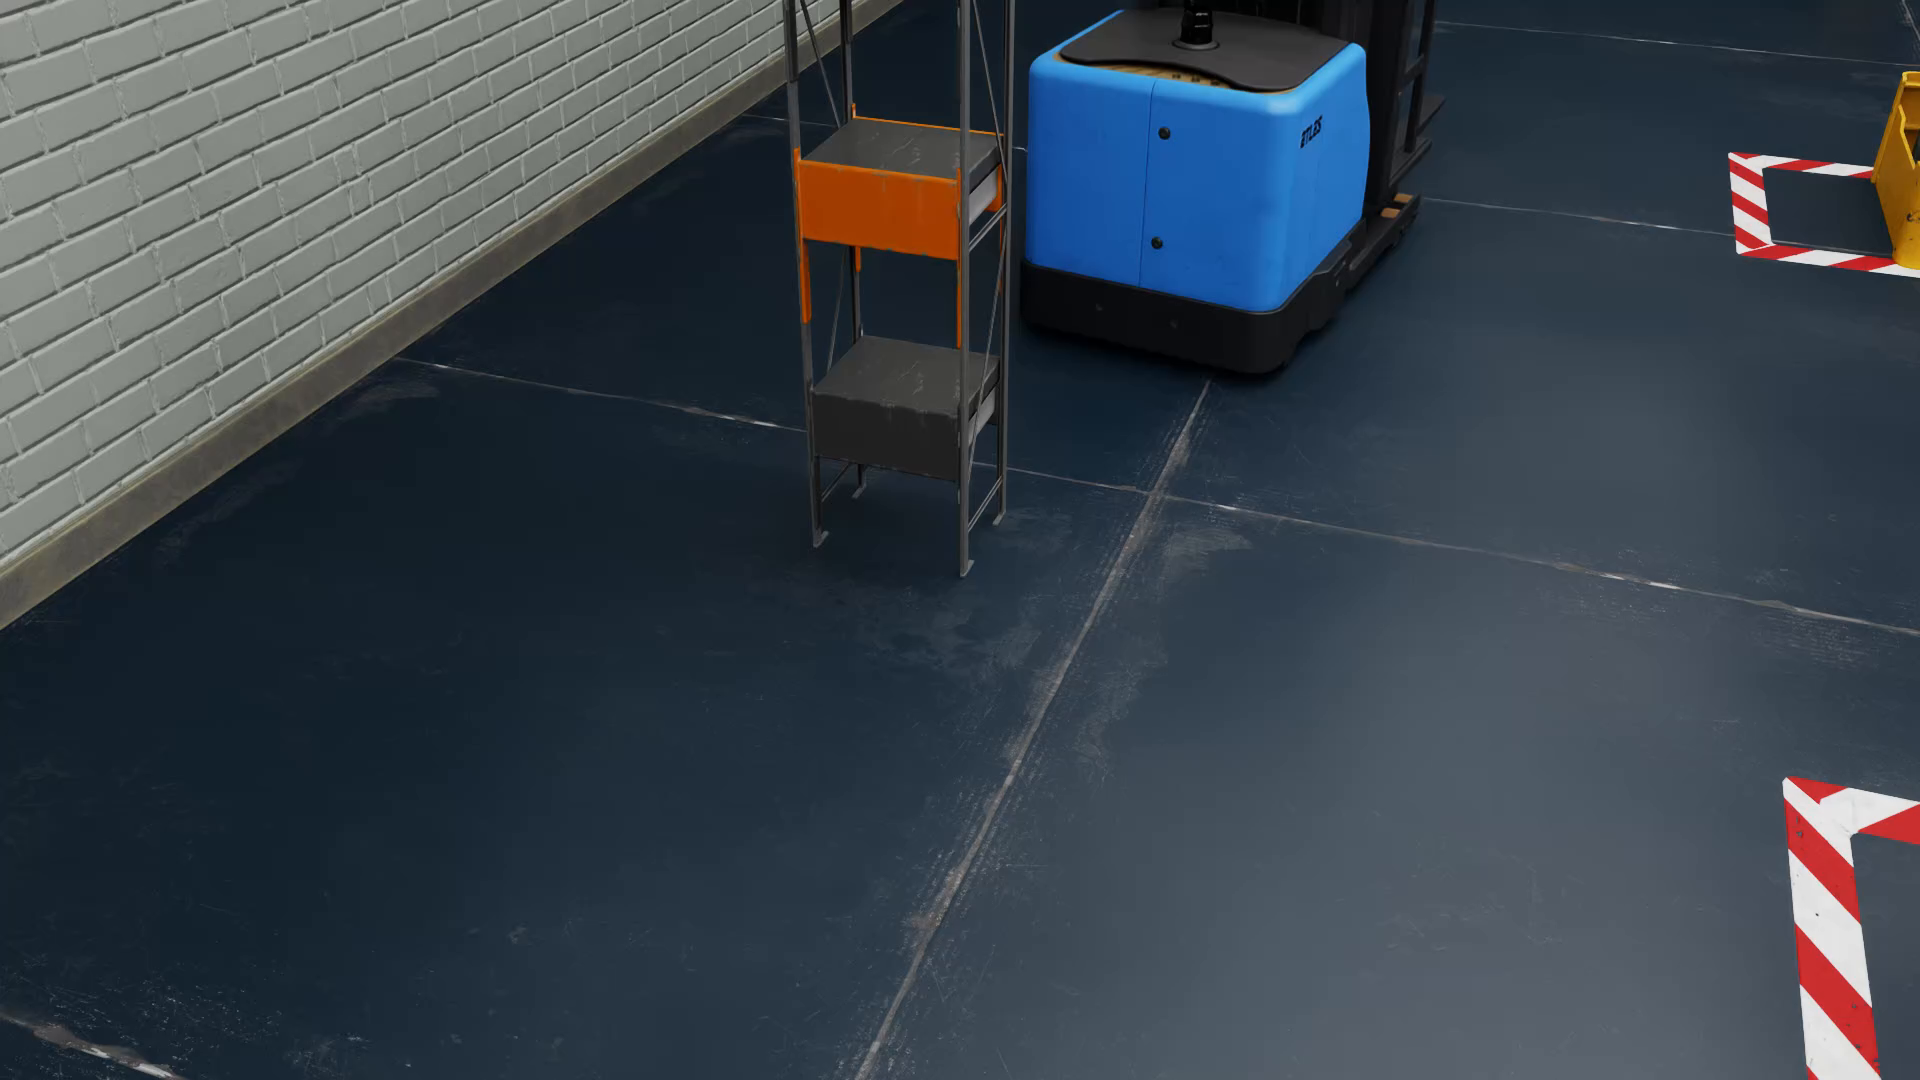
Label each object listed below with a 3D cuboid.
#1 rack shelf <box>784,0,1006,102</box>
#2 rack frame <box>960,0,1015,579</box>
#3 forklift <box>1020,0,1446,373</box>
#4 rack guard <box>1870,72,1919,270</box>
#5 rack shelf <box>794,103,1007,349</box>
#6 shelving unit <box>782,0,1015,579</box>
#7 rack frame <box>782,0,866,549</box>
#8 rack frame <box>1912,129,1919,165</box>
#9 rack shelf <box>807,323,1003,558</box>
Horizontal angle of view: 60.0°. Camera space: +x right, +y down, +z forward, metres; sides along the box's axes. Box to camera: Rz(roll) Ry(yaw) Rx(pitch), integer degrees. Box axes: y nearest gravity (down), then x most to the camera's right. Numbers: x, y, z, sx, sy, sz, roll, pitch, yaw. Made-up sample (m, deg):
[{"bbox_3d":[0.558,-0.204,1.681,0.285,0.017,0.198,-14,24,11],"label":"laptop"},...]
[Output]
[{"bbox_3d":[-0.156,-1.489,4.355,0.480,0.518,0.431,11,34,16],"label":"rack shelf"},{"bbox_3d":[0.074,-0.868,4.658,0.015,2.100,0.400,11,34,16],"label":"rack frame"},{"bbox_3d":[1.382,-2.612,6.594,1.130,2.935,3.031,17,36,24],"label":"forklift"},{"bbox_3d":[4.319,-1.633,7.319,0.348,0.500,1.175,11,34,16],"label":"rack guard"},{"bbox_3d":[-0.156,-0.901,4.735,0.480,0.518,0.431,11,34,16],"label":"rack shelf"},{"bbox_3d":[-0.156,-0.912,4.727,0.503,2.100,0.431,11,34,16],"label":"shelving unit"},{"bbox_3d":[-0.386,-0.957,4.797,0.015,2.100,0.400,11,34,16],"label":"rack frame"},{"bbox_3d":[4.342,-2.679,6.634,0.127,3.000,1.000,11,34,16],"label":"rack frame"},{"bbox_3d":[-0.156,-0.313,5.114,0.480,0.518,0.431,11,34,16],"label":"rack shelf"}]
